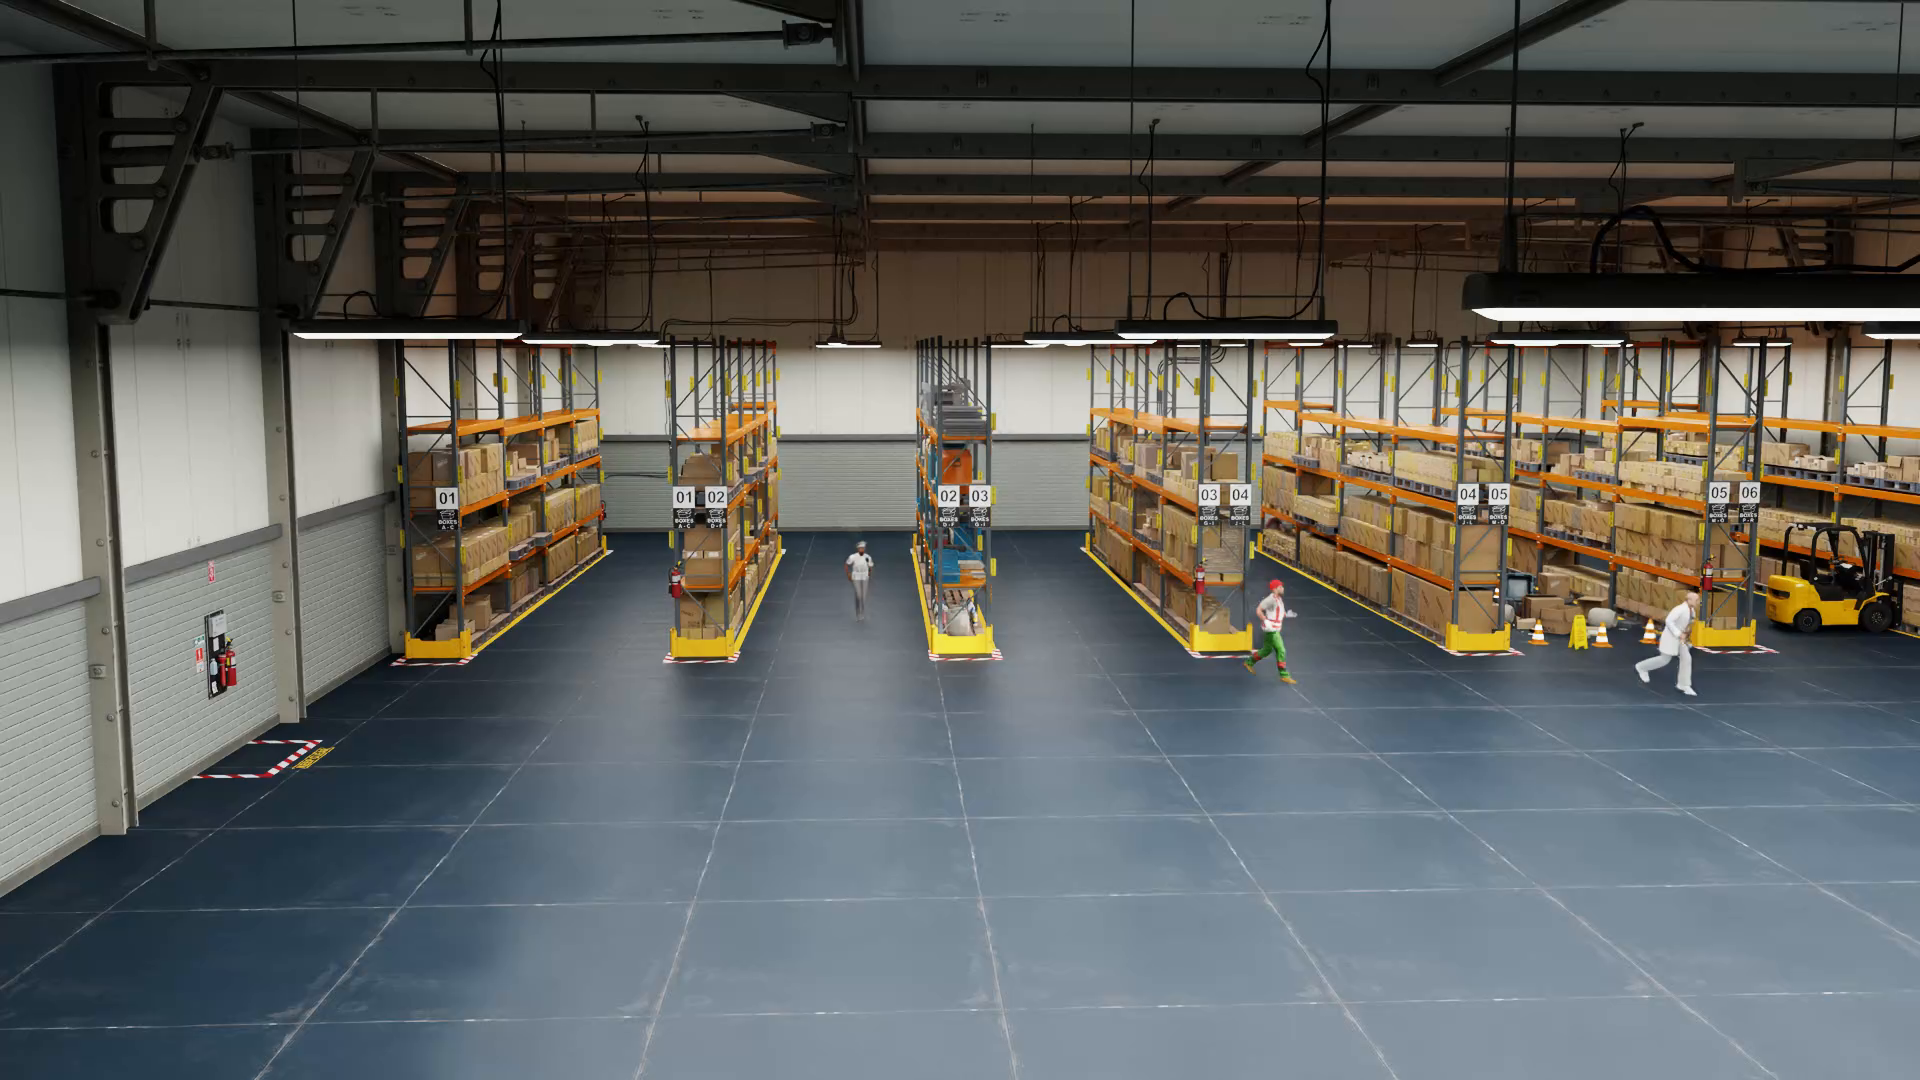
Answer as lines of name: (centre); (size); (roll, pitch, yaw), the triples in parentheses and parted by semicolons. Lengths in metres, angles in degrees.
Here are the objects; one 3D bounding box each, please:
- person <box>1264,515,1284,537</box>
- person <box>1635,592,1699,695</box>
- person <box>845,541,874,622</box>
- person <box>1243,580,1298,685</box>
person: (9.337, -0.667, 49.091); (0.756, 1.698, 0.620); (1, 7, 12)
person: (11.987, 1.707, 28.127); (1.081, 1.738, 0.742); (6, 9, 44)
person: (-2.111, 0.879, 35.405); (0.585, 1.726, 0.711); (-2, 7, -21)
person: (5.356, 1.568, 28.708); (1.016, 1.792, 0.675); (3, 7, 24)
